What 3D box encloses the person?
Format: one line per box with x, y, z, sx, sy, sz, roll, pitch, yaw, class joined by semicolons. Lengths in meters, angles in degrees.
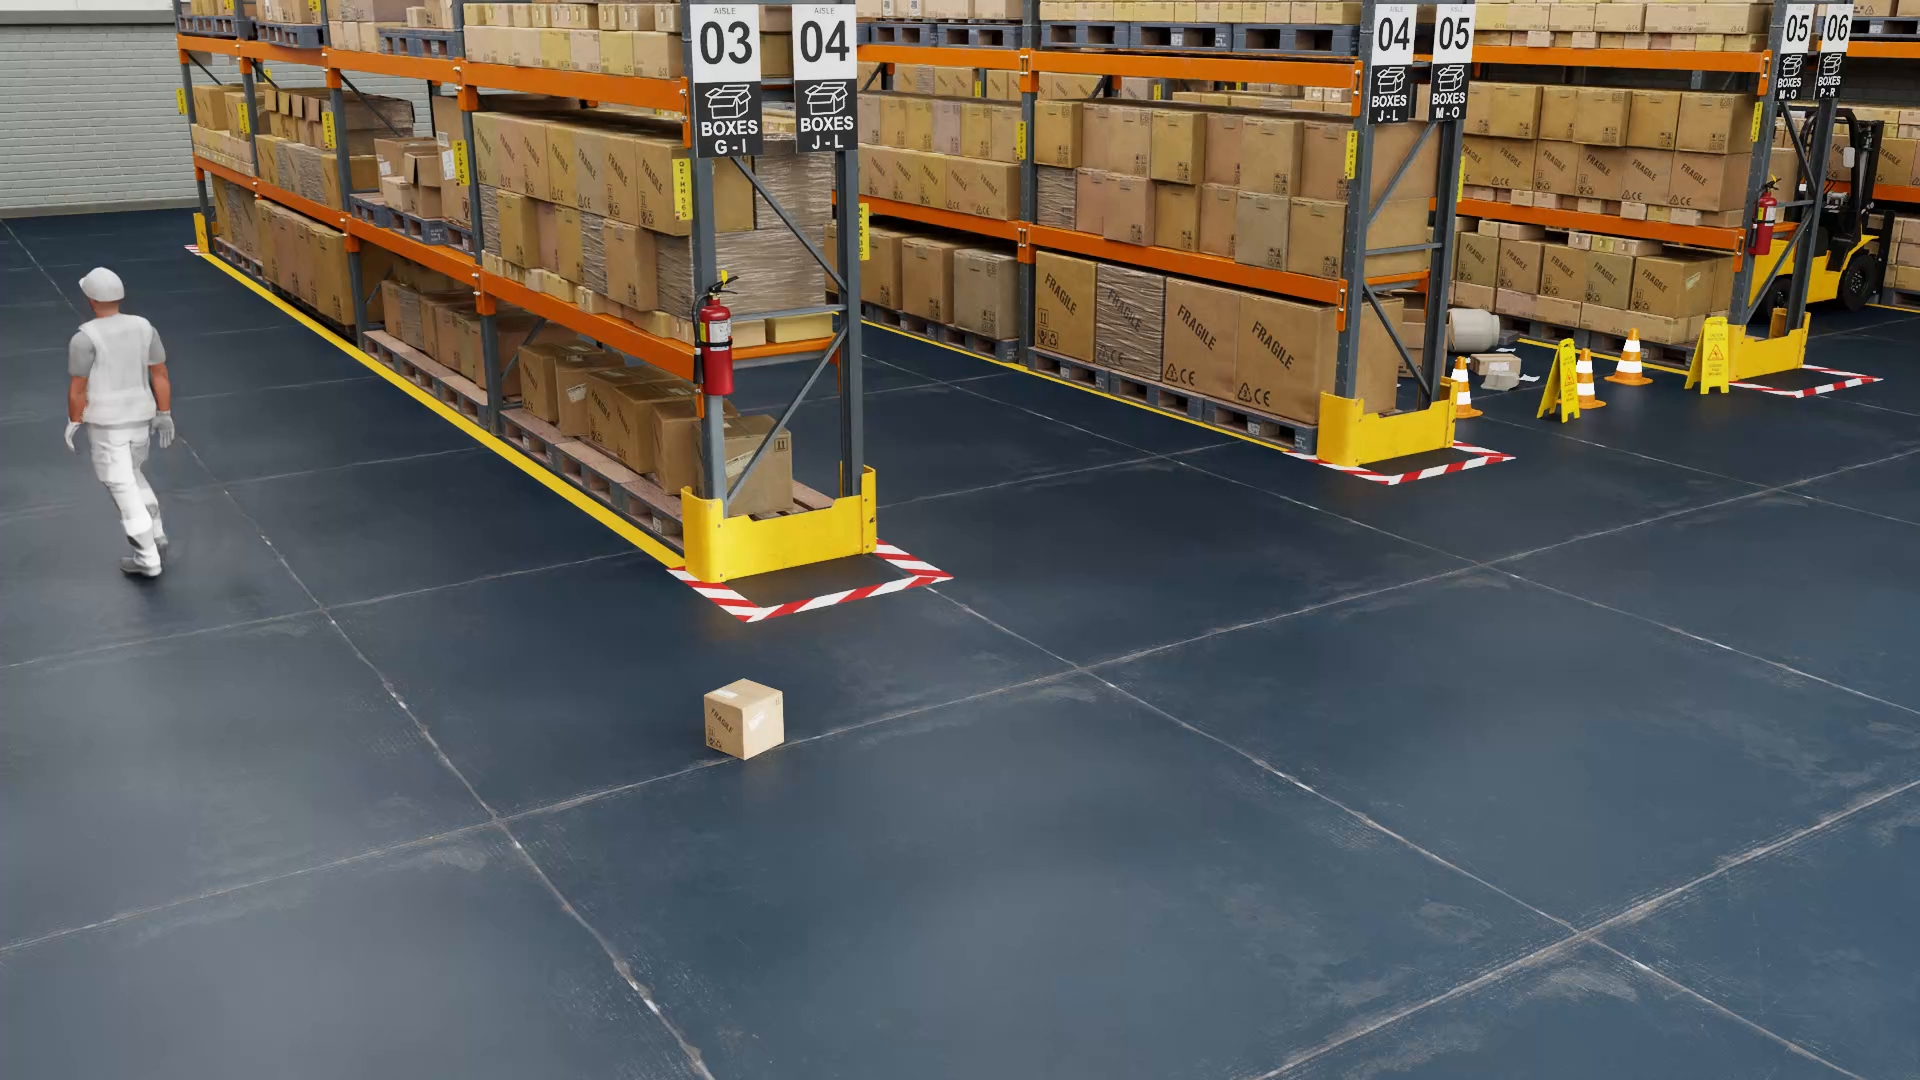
-4.849;-0.660;9.541;0.461;1.820;0.524;9;20;26;person
